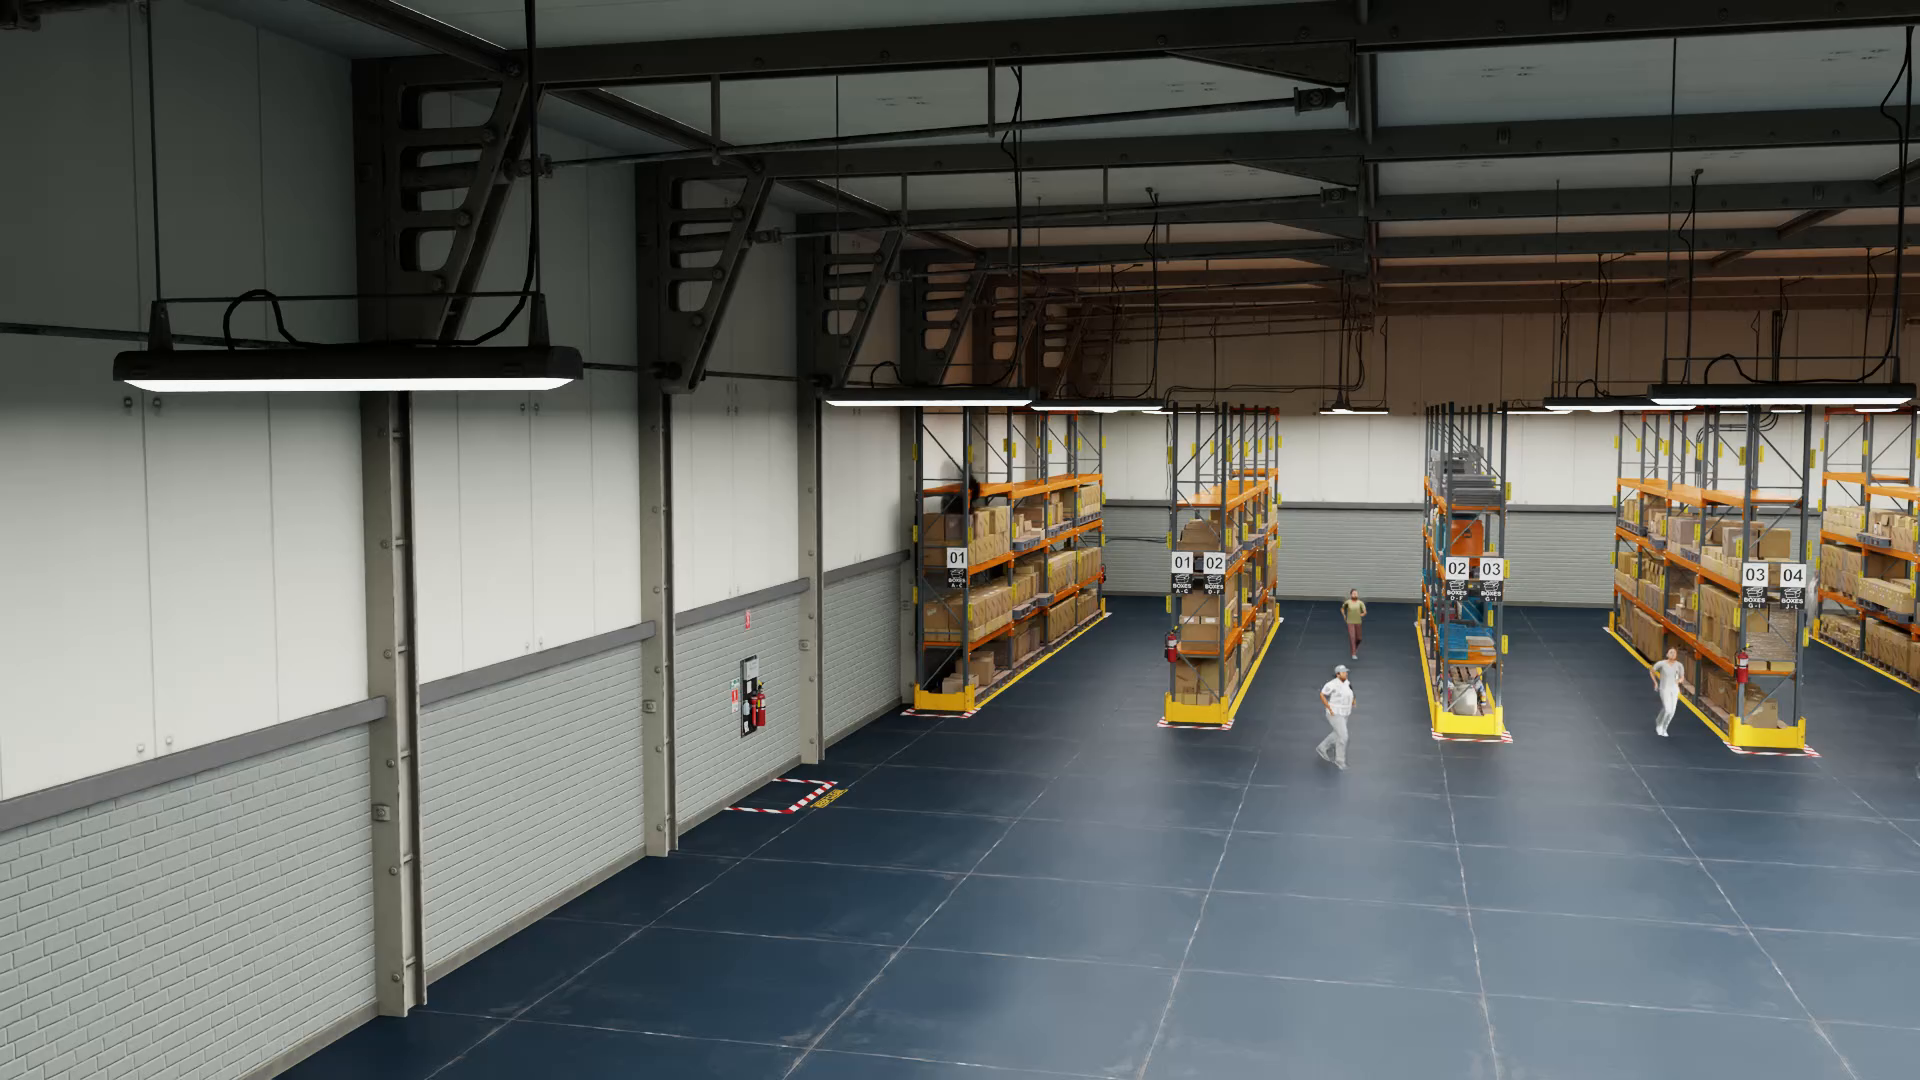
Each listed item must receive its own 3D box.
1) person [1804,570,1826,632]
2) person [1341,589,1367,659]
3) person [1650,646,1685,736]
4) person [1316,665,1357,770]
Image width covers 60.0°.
[{"bbox_3d":[22.763,1.576,44.115,0.899,1.764,0.706,0,4,-4],"label":"person"},{"bbox_3d":[9.356,1.982,39.501,0.590,1.640,0.859,0,4,5],"label":"person"},{"bbox_3d":[12.644,2.704,29.668,0.544,1.621,0.607,0,4,2],"label":"person"},{"bbox_3d":[6.159,2.897,27.310,0.704,1.736,0.612,4,6,45],"label":"person"}]
